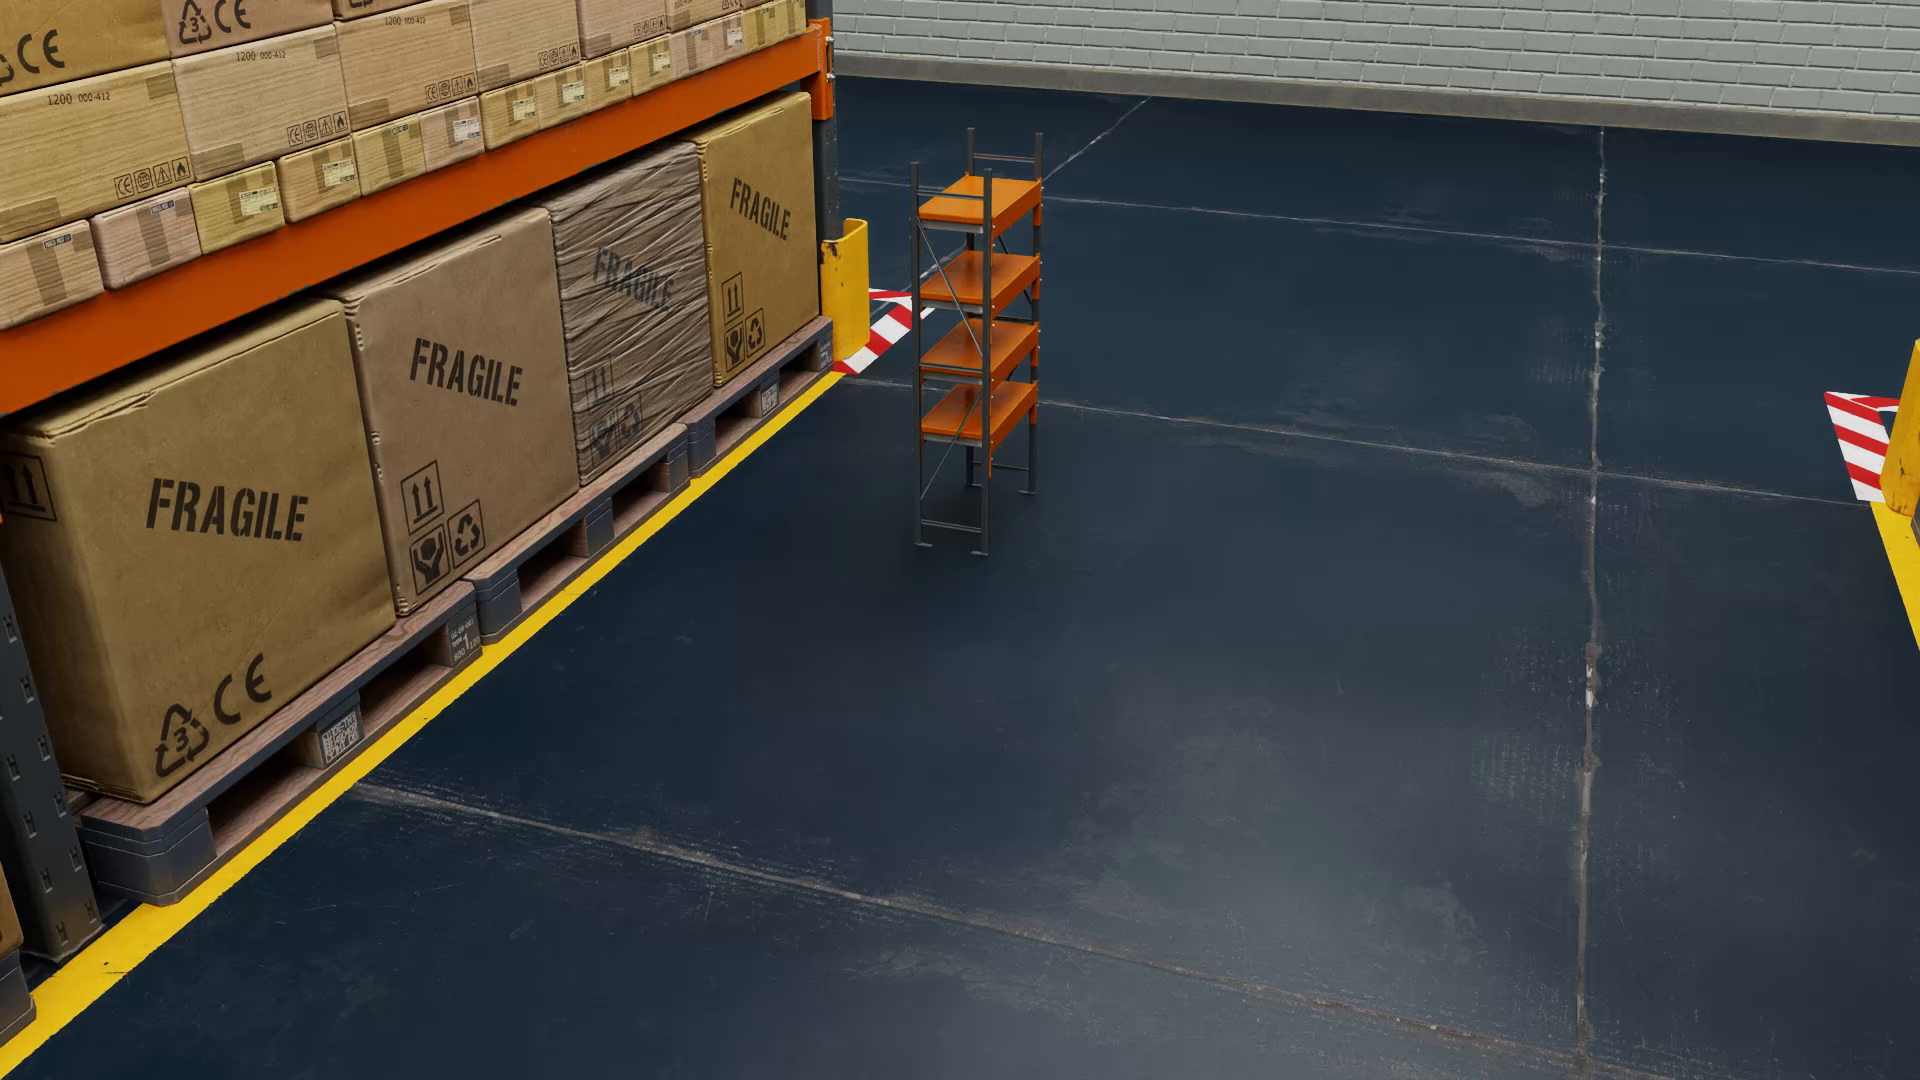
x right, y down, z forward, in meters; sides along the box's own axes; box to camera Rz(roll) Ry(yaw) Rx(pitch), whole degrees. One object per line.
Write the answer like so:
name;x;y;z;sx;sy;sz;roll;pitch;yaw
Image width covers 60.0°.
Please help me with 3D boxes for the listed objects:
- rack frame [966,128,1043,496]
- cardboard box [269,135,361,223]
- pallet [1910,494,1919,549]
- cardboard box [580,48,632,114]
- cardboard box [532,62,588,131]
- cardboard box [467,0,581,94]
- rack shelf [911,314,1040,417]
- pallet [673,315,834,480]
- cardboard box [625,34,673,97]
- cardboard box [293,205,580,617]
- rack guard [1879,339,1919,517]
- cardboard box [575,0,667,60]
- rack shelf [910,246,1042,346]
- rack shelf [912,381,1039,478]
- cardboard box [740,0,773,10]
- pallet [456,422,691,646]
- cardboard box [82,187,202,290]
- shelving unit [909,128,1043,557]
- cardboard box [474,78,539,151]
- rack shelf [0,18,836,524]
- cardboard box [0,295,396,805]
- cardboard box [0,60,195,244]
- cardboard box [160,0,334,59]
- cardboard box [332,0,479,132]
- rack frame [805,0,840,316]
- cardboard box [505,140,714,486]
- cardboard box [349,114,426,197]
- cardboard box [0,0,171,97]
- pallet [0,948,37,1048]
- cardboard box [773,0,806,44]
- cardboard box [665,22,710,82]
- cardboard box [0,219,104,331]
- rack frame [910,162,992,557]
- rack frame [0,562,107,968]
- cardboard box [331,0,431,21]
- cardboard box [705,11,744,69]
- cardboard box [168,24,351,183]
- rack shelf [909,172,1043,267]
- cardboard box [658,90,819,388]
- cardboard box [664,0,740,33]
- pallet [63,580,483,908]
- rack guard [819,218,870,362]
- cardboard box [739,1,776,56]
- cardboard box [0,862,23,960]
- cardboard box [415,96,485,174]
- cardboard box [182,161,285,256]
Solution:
rack frame;0.136;-0.708;5.336;0.240;1.200;0.015;9;27;17
cardboard box;-1.634;-0.851;3.855;0.380;0.149;0.250;8;27;16
pallet;3.339;0.165;4.666;1.003;0.211;1.213;9;27;17
cardboard box;-1.208;-1.377;4.939;0.380;0.149;0.250;9;27;18
cardboard box;-1.292;-1.275;4.730;0.380;0.149;0.250;9;27;18
cardboard box;-1.394;-1.407;4.545;0.500;0.250;0.500;9;27;18
rack shelf;0.055;-0.548;5.158;0.258;0.148;0.480;9;27;17
pallet;-1.168;-0.615;6.279;1.003;0.211;1.213;9;27;17
cardboard box;-1.122;-1.483;5.160;0.380;0.149;0.250;8;27;16
cardboard box;-1.712;-0.429;4.650;0.875;0.875;0.875;9;27;17
rack guard;3.643;-0.293;5.282;1.175;0.500;0.348;9;27;17
cardboard box;-1.225;-1.622;4.988;0.500;0.250;0.500;8;27;16
rack shelf;0.055;-0.749;5.061;0.258;0.148;0.480;9;27;17
rack shelf;0.055;-0.369;5.245;0.258;0.148;0.480;9;27;17
cardboard box;-0.886;-2.039;5.850;0.500;0.250;0.500;8;27;17
pallet;-1.575;-0.116;5.247;1.003;0.211;1.213;9;27;17
cardboard box;-1.807;-0.635;3.407;0.380;0.149;0.250;8;27;16
shelving unit;0.055;-0.608;5.129;0.258;1.200;0.503;9;27;17
cardboard box;-1.377;-1.168;4.508;0.380;0.149;0.250;8;27;16
rack shelf;-1.641;-1.065;4.832;1.077;0.370;4.000;9;27;17
cardboard box;-2.011;-0.059;3.886;0.875;0.875;0.875;9;27;17
cardboard box;-1.903;-0.788;3.266;0.500;0.250;0.500;8;27;16
cardboard box;-1.735;-1.332;3.528;0.500;0.500;0.500;9;27;17
cardboard box;-1.566;-1.205;4.128;0.500;0.250;0.500;9;27;19
rack frame;-0.975;-2.210;6.373;1.000;3.000;0.127;9;27;17
cardboard box;-1.416;-0.795;5.405;0.875;0.875;0.875;9;27;17
cardboard box;-1.549;-0.957;4.072;0.380;0.149;0.250;8;27;17
cardboard box;-1.906;-1.130;3.113;0.500;0.500;0.500;9;27;17
pallet;-2.492;1.016;2.908;1.003;0.211;1.213;9;27;17
cardboard box;-0.783;-1.903;6.027;0.380;0.149;0.250;9;27;18
cardboard box;-1.037;-1.590;5.381;0.380;0.149;0.250;9;27;18
cardboard box;-1.894;-0.527;3.184;0.380;0.149;0.250;9;27;18
rack frame;-0.026;-0.508;4.922;0.240;1.200;0.015;9;27;17
rack frame;-2.307;-0.567;2.978;1.000;3.000;0.127;9;27;17
cardboard box;-1.566;-1.546;3.971;0.500;0.500;0.500;8;27;16
cardboard box;-0.953;-1.693;5.592;0.380;0.149;0.250;9;27;18
cardboard box;-1.733;-0.992;3.687;0.500;0.250;0.500;9;27;17
rack shelf;0.055;-0.962;4.958;0.258;0.148;0.480;9;27;17
cardboard box;-1.113;-1.169;6.178;0.875;0.875;0.875;9;27;17
cardboard box;-1.056;-1.831;5.420;0.500;0.250;0.500;8;27;17
pallet;-1.980;0.387;4.208;1.003;0.211;1.213;9;27;17
rack guard;-0.967;-1.095;6.938;1.175;0.500;0.348;9;27;17
cardboard box;-0.868;-1.796;5.806;0.380;0.149;0.250;9;27;18
cardboard box;-2.501;0.467;2.800;1.225;0.875;0.875;9;27;18
cardboard box;-1.464;-1.060;4.285;0.380;0.149;0.250;9;27;18
cardboard box;-1.720;-0.743;3.631;0.380;0.149;0.250;10;27;19
